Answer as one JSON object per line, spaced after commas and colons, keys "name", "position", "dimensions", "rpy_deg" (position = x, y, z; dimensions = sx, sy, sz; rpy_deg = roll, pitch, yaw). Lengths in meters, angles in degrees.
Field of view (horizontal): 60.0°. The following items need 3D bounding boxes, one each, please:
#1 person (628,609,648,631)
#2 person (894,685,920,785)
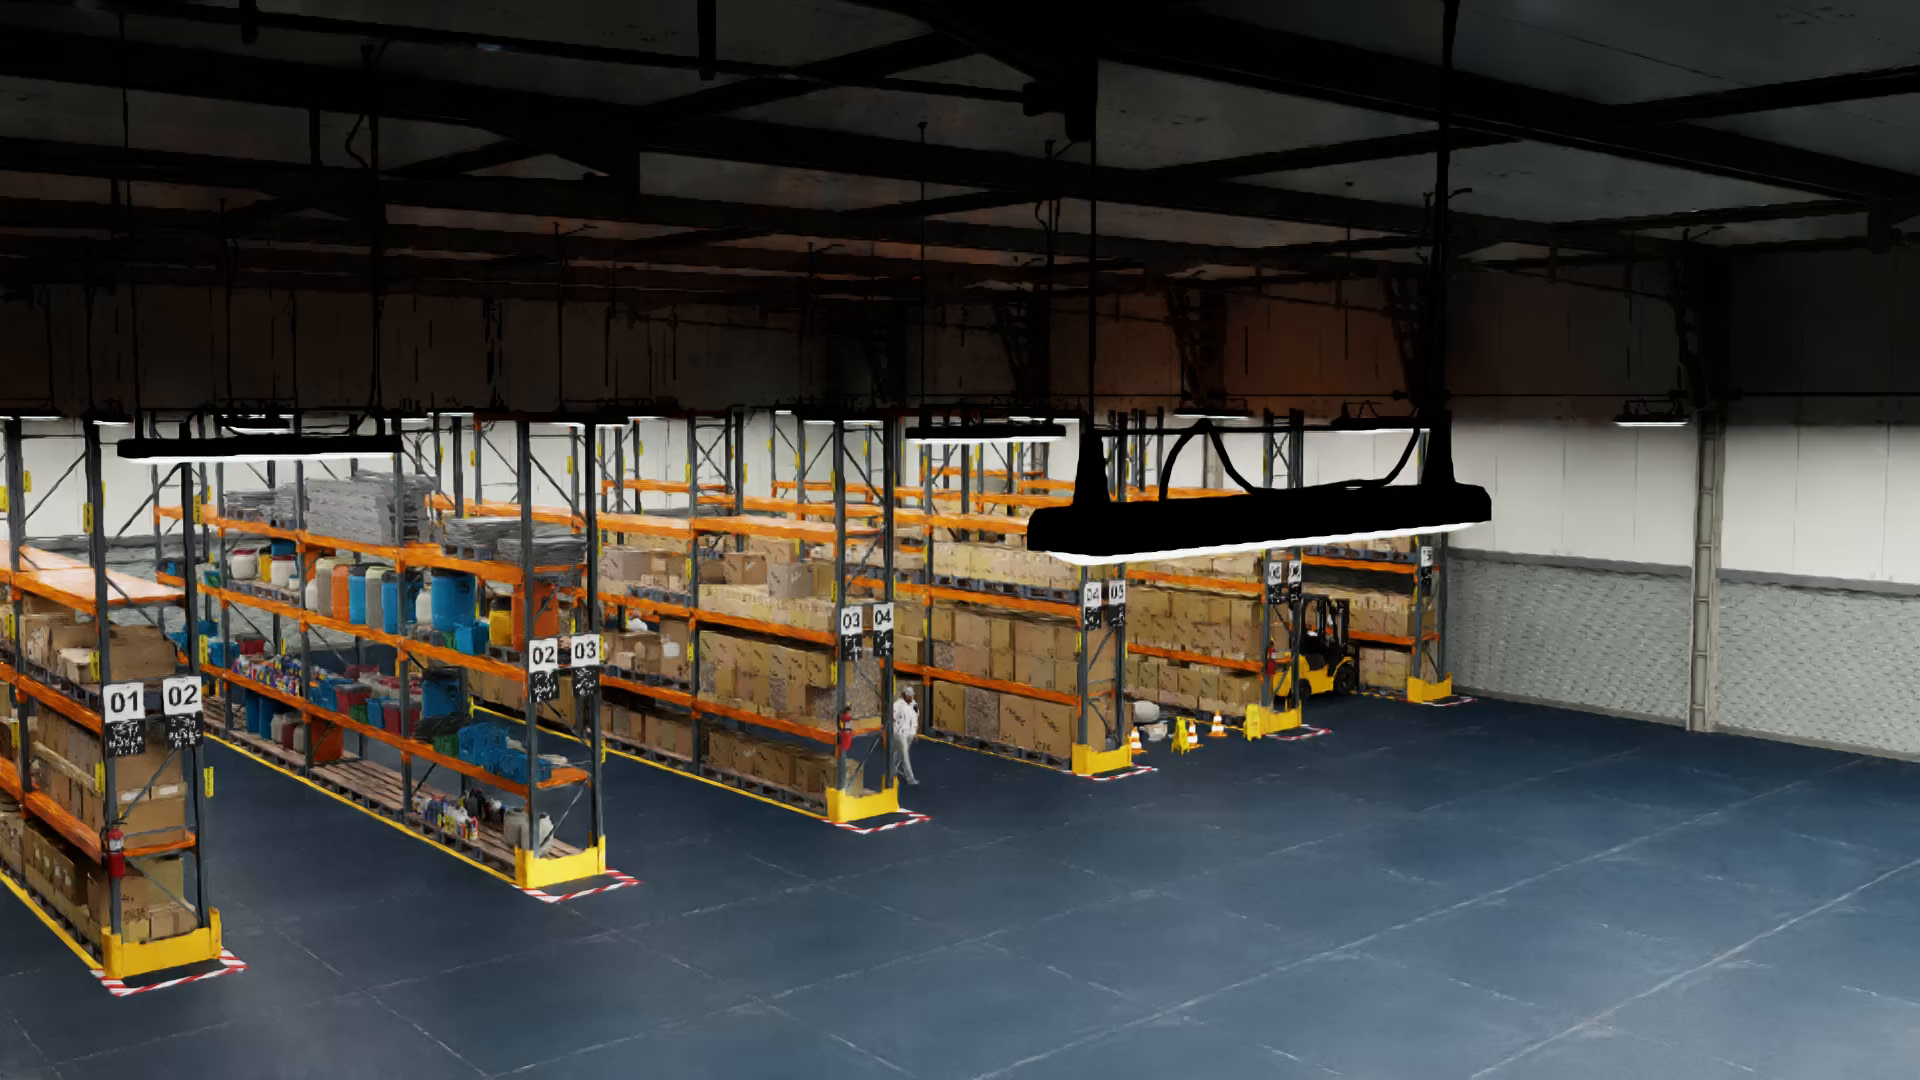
{"name": "person", "position": [-6.809, 2.337, 35.159], "dimensions": [0.653, 1.790, 0.522], "rpy_deg": [2, 5, 23]}
{"name": "person", "position": [-0.878, 3.142, 27.151], "dimensions": [0.481, 1.580, 1.094], "rpy_deg": [-4, 6, -38]}
